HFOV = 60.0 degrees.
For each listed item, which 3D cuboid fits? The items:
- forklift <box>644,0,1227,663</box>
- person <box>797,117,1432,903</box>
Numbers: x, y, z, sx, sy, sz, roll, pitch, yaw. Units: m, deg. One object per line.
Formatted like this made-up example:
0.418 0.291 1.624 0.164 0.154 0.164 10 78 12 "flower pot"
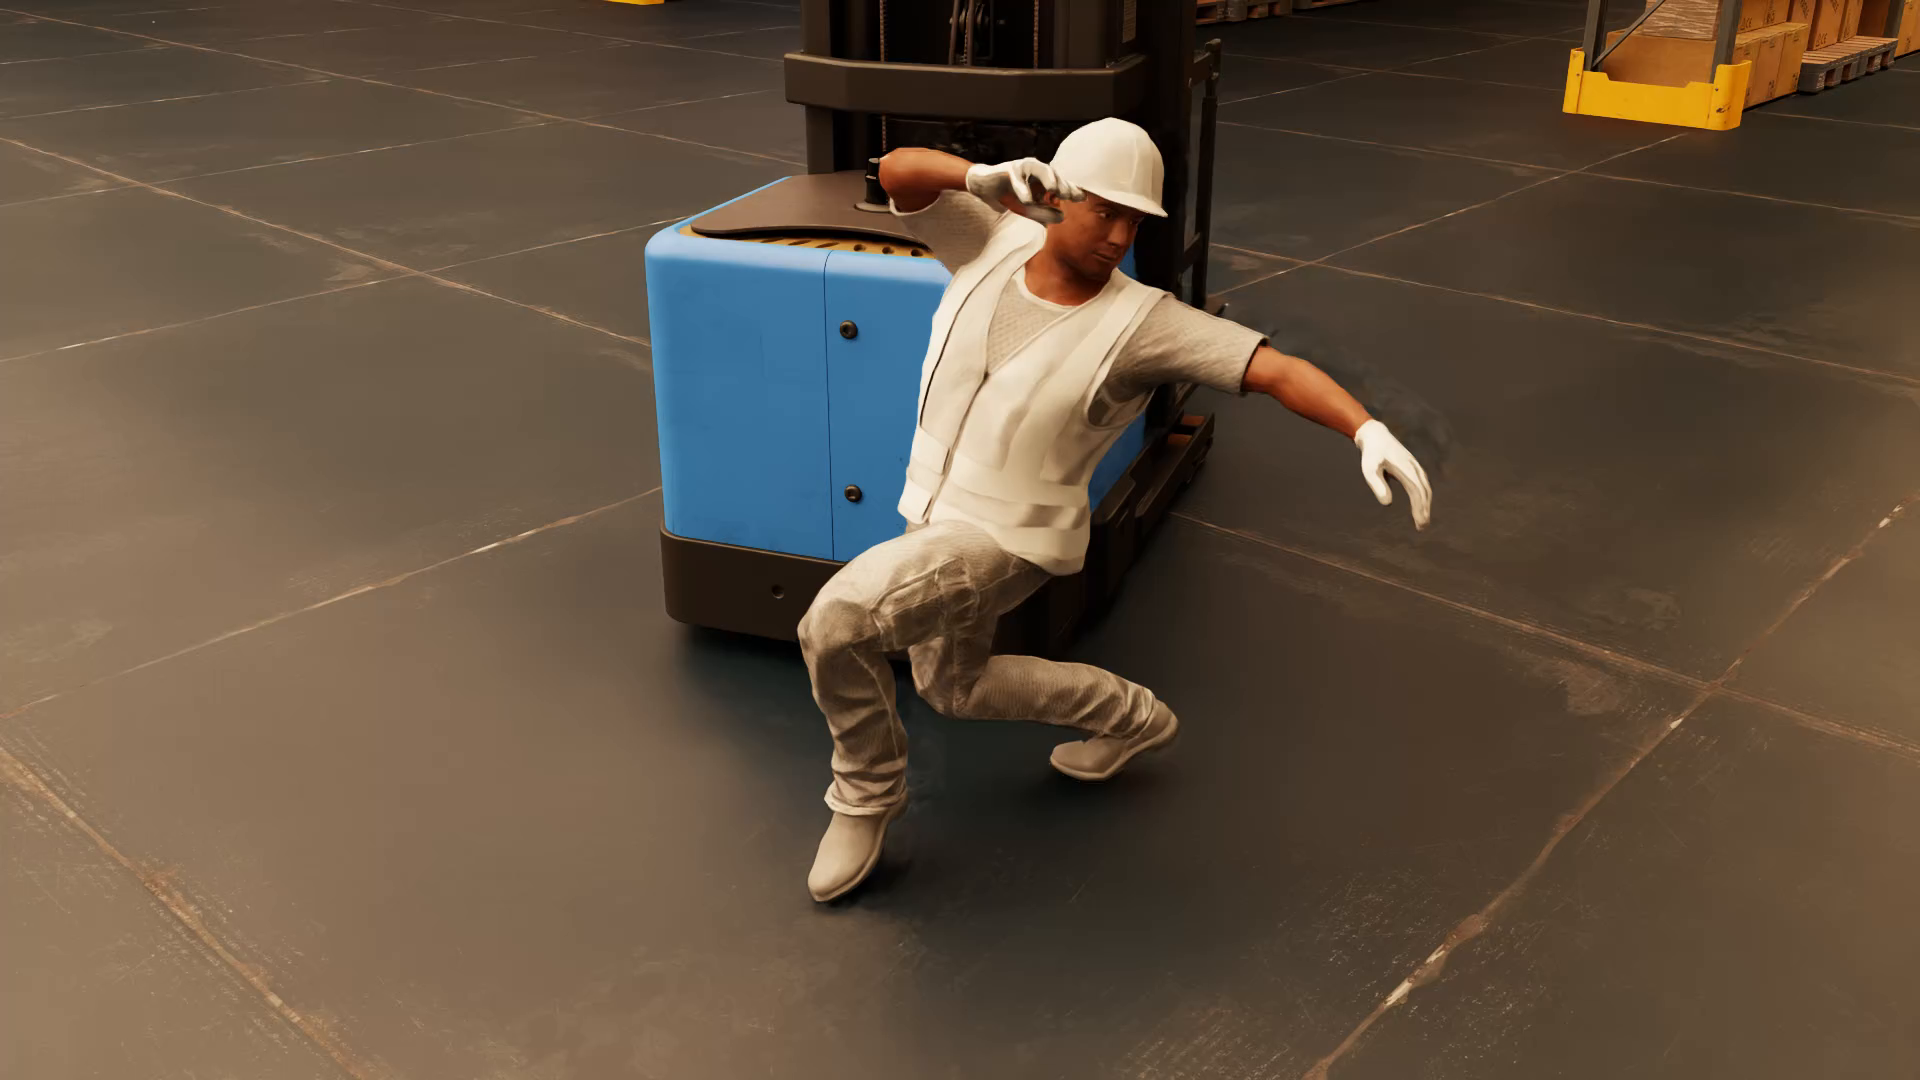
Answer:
0.211 -1.572 4.911 1.130 2.935 3.031 8 25 18 "forklift"
0.206 0.017 3.111 0.928 1.482 1.058 -15 28 -31 "person"
